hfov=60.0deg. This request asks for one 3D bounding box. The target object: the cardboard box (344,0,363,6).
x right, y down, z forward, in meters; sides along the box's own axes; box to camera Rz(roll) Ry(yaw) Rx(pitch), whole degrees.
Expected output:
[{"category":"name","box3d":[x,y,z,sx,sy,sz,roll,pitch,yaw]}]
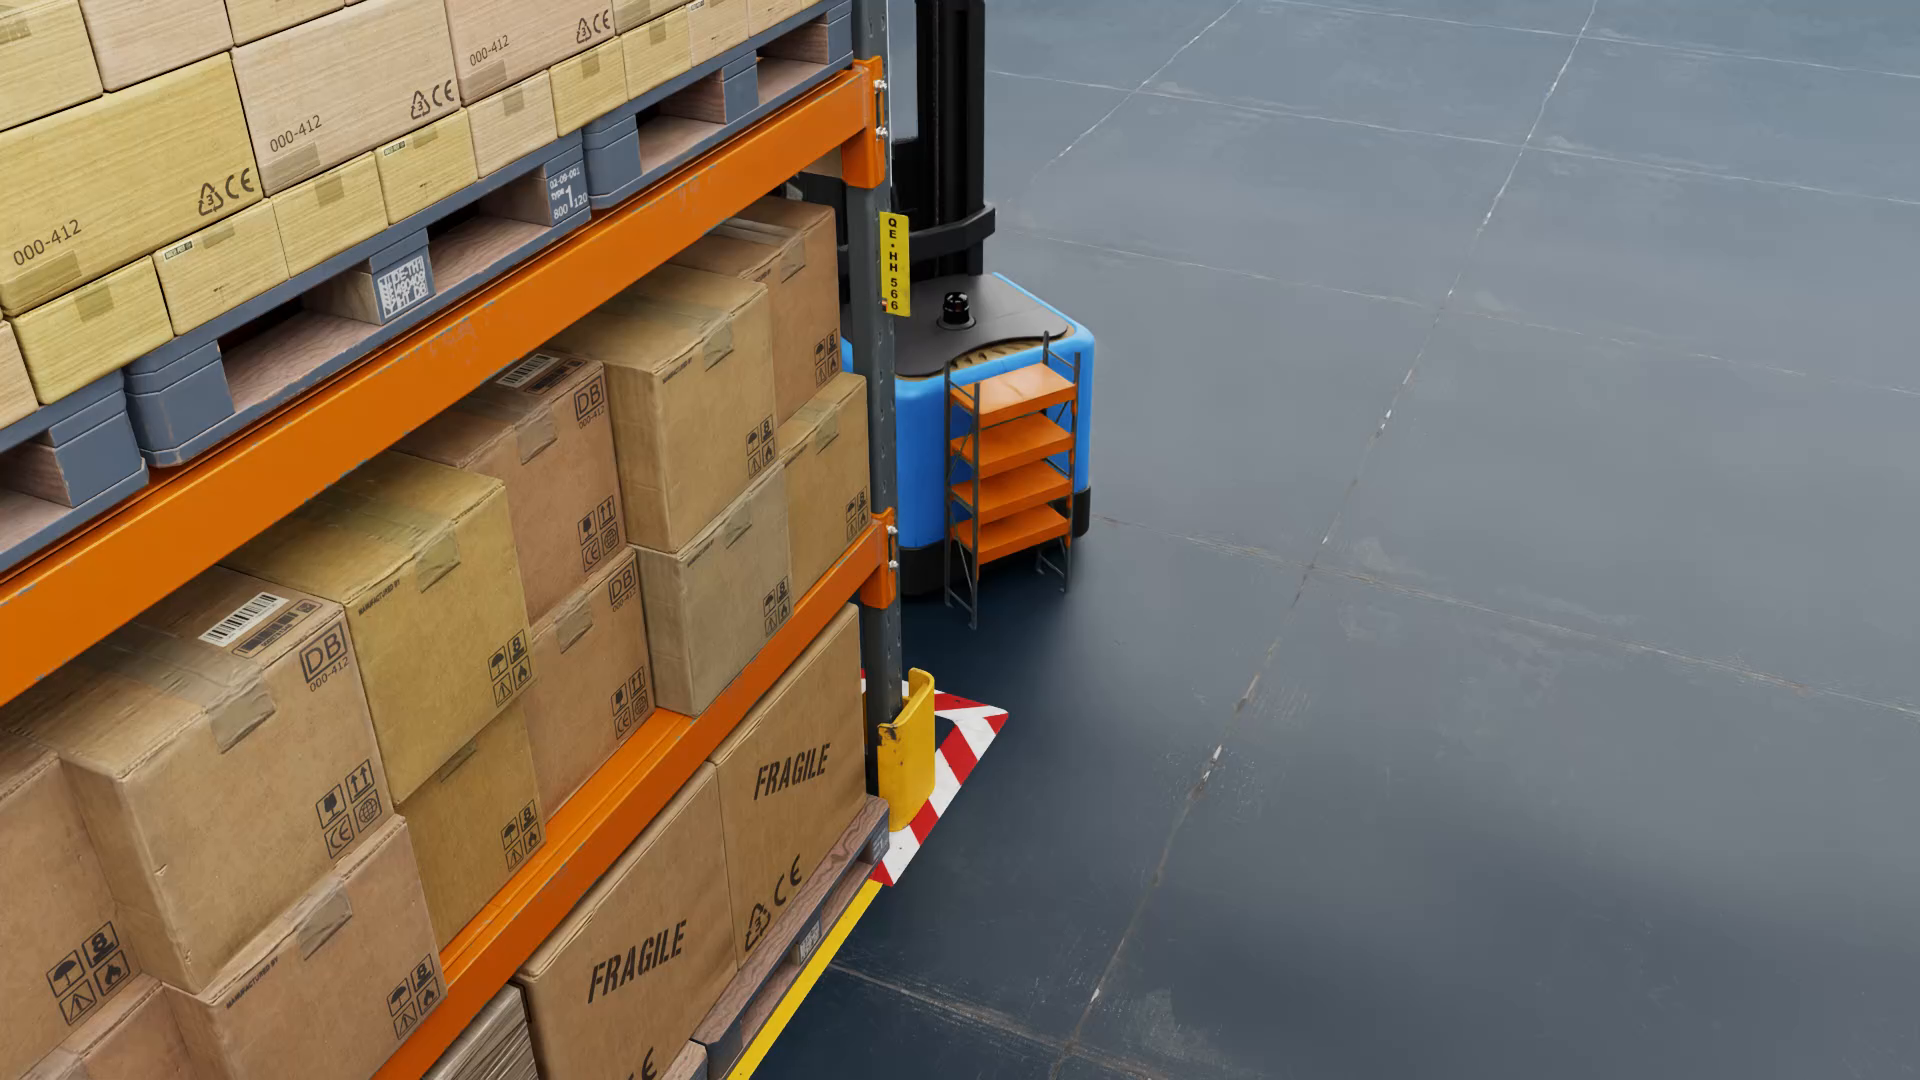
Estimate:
[{"category":"cardboard box","box3d":[-1.156,-1.072,2.941,0.380,0.149,0.250,14,36,21]}]

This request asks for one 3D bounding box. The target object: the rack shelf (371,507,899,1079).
[{"category":"rack shelf","box3d":[-1.522,0.920,4.267,1.077,0.370,4.000,14,36,20]}]

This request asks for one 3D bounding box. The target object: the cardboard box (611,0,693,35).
[{"category":"cardboard box","box3d":[-0.847,-1.353,3.734,0.500,0.250,0.500,14,36,21]}]

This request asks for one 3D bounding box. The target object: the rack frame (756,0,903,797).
[{"category":"rack frame","box3d":[-0.686,-0.377,5.589,1.000,3.000,0.127,14,36,20]}]

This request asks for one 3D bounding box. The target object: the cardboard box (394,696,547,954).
[{"category":"cardboard box","box3d":[-1.542,0.558,4.026,0.875,0.550,0.500,14,36,20]}]

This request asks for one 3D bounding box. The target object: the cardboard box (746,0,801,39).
[{"category":"cardboard box","box3d":[-0.623,-1.375,4.131,0.380,0.149,0.250,14,36,21]}]

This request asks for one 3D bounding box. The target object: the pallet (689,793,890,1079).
[{"category":"pallet","box3d":[-0.949,1.206,5.719,1.003,0.211,1.213,14,36,20]}]

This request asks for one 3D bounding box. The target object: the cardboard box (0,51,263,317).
[{"category":"cardboard box","box3d":[-1.480,-0.600,2.586,0.500,0.250,0.500,14,36,20]}]

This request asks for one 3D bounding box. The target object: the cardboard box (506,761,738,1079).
[{"category":"cardboard box","box3d":[-1.276,1.128,4.849,0.875,0.875,0.875,14,36,20]}]

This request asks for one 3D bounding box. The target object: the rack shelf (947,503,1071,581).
[{"category":"rack shelf","box3d":[0.209,-0.018,7.166,0.480,0.148,0.258,-19,38,-27]}]

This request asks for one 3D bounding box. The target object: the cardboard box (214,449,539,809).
[{"category":"cardboard box","box3d":[-1.484,0.122,3.708,0.875,0.550,0.500,14,36,20]}]

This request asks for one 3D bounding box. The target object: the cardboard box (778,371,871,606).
[{"category":"cardboard box","box3d":[-0.800,-0.244,5.250,0.875,0.550,0.550,14,36,20]}]

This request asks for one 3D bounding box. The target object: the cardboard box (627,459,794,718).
[{"category":"cardboard box","box3d":[-1.010,0.035,4.825,0.875,0.550,0.550,14,36,20]}]

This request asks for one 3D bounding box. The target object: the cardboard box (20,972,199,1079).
[{"category":"cardboard box","box3d":[-2.006,1.087,3.220,0.875,0.550,0.550,14,36,20]}]

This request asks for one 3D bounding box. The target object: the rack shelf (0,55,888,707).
[{"category":"rack shelf","box3d":[-1.522,-0.334,3.445,1.077,0.370,4.000,14,36,20]}]

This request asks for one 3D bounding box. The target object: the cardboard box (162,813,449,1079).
[{"category":"cardboard box","box3d":[-1.673,0.845,3.589,0.875,0.550,0.550,14,36,20]}]

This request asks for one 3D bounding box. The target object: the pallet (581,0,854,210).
[{"category":"pallet","box3d":[-0.986,-1.222,4.224,1.003,0.211,1.213,14,36,20]}]

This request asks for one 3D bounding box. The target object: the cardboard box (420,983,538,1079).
[{"category":"cardboard box","box3d":[-1.659,1.581,4.158,0.875,0.875,0.875,14,36,21]}]

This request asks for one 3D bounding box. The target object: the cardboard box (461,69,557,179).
[{"category":"cardboard box","box3d":[-1.049,-0.867,3.357,0.380,0.149,0.250,14,36,21]}]

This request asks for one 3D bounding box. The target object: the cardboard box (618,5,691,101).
[{"category":"cardboard box","box3d":[-0.836,-1.121,3.744,0.380,0.149,0.250,15,36,21]}]

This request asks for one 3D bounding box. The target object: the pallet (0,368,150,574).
[{"category":"pallet","box3d":[-2.007,-0.007,2.370,1.003,0.211,1.213,14,36,20]}]

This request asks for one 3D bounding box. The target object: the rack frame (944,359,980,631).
[{"category":"rack frame","box3d":[0.004,-0.167,6.908,0.015,1.200,0.240,-19,38,-27]}]

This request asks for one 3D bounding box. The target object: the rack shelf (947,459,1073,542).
[{"category":"rack shelf","box3d":[0.209,-0.183,7.056,0.480,0.148,0.258,-19,38,-27]}]

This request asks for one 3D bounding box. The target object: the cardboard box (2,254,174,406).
[{"category":"cardboard box","box3d":[-1.474,-0.362,2.586,0.380,0.149,0.250,14,36,20]}]

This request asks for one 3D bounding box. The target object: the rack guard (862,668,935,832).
[{"category":"rack guard","box3d":[-0.676,0.657,6.293,1.175,0.500,0.348,14,36,20]}]

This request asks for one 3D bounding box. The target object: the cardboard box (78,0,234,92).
[{"category":"cardboard box","box3d":[-1.367,-0.822,2.561,0.380,0.149,0.250,14,36,20]}]

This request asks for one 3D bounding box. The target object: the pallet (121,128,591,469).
[{"category":"pallet","box3d":[-1.496,-0.612,3.294,1.003,0.211,1.213,14,36,20]}]

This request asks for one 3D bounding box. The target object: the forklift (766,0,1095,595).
[{"category":"forklift","box3d":[-0.620,-1.755,7.753,1.130,2.935,3.031,-19,38,-27]}]

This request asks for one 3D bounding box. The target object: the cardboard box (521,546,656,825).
[{"category":"cardboard box","box3d":[-1.358,0.285,4.443,0.875,0.550,0.550,14,36,20]}]

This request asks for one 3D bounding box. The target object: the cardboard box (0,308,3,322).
[{"category":"cardboard box","box3d":[-1.691,-0.349,2.203,0.500,0.250,0.500,14,36,20]}]

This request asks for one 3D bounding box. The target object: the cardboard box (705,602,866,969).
[{"category":"cardboard box","box3d":[-0.909,0.689,5.518,0.875,0.875,0.875,14,36,21]}]

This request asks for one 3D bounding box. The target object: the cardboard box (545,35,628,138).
[{"category":"cardboard box","box3d":[-0.943,-0.993,3.548,0.380,0.149,0.250,14,36,20]}]

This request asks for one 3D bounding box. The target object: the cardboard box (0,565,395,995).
[{"category":"cardboard box","box3d":[-1.698,0.387,3.302,0.875,0.550,0.550,14,36,20]}]

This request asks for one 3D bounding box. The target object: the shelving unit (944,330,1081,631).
[{"category":"shelving unit","box3d":[0.210,-0.239,7.018,0.503,1.200,0.258,-19,38,-27]}]

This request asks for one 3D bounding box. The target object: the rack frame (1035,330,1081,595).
[{"category":"rack frame","box3d":[0.415,-0.311,7.129,0.015,1.200,0.240,-19,38,-27]}]

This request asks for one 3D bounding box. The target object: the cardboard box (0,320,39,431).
[{"category":"cardboard box","box3d":[-1.581,-0.233,2.389,0.380,0.149,0.250,14,36,20]}]

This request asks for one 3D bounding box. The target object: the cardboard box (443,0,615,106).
[{"category":"cardboard box","box3d":[-1.057,-1.104,3.353,0.500,0.250,0.500,14,36,20]}]

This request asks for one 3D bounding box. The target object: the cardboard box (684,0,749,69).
[{"category":"cardboard box","box3d":[-0.730,-1.247,3.935,0.380,0.149,0.250,15,36,21]}]

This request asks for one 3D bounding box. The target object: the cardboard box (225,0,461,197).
[{"category":"cardboard box","box3d":[-1.269,-0.853,2.971,0.500,0.250,0.500,15,36,21]}]

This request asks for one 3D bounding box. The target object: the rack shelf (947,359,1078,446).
[{"category":"rack shelf","box3d":[0.211,-0.566,6.801,0.480,0.148,0.258,-19,38,-27]}]

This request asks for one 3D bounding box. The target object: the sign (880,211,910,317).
[{"category":"sign","box3d":[-0.199,-0.829,5.006,0.100,0.325,0.005,14,36,20]}]

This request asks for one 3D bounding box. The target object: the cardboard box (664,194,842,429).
[{"category":"cardboard box","box3d":[-0.876,-0.715,4.984,0.875,0.550,0.550,14,36,20]}]

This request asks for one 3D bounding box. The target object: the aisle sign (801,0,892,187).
[{"category":"aisle sign","box3d":[-0.383,-1.430,4.825,0.394,0.787,0.004,14,36,20]}]

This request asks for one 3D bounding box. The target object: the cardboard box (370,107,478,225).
[{"category":"cardboard box","box3d":[-1.155,-0.741,3.163,0.380,0.149,0.250,15,36,21]}]

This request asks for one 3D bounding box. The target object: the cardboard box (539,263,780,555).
[{"category":"cardboard box","box3d":[-1.022,-0.420,4.533,0.875,0.550,0.550,14,36,20]}]

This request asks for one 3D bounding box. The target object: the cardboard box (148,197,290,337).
[{"category":"cardboard box","box3d":[-1.367,-0.489,2.780,0.380,0.149,0.250,14,36,21]}]

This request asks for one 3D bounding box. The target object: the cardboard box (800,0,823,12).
[{"category":"cardboard box","box3d":[-0.517,-1.500,4.322,0.380,0.149,0.250,14,36,20]}]

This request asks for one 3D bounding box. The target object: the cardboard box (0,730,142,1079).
[{"category":"cardboard box","box3d":[-2.049,0.625,2.940,0.875,0.550,0.550,14,36,20]}]

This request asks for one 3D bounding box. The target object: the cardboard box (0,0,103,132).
[{"category":"cardboard box","box3d":[-1.473,-0.696,2.369,0.380,0.149,0.250,15,36,21]}]

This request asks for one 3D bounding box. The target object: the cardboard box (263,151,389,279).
[{"category":"cardboard box","box3d":[-1.262,-0.612,2.968,0.380,0.149,0.250,15,36,21]}]

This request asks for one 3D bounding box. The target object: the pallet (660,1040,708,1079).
[{"category":"pallet","box3d":[-1.461,1.811,4.796,1.003,0.211,1.213,14,36,20]}]

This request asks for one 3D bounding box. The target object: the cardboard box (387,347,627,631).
[{"category":"cardboard box","box3d":[-1.380,-0.172,4.156,0.875,0.550,0.550,14,36,20]}]

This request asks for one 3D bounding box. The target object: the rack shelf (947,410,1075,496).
[{"category":"rack shelf","box3d":[0.210,-0.369,6.932,0.480,0.148,0.258,-19,38,-27]}]

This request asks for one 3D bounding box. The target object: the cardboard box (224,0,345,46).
[{"category":"cardboard box","box3d":[-1.262,-0.946,2.749,0.380,0.149,0.250,14,36,20]}]
